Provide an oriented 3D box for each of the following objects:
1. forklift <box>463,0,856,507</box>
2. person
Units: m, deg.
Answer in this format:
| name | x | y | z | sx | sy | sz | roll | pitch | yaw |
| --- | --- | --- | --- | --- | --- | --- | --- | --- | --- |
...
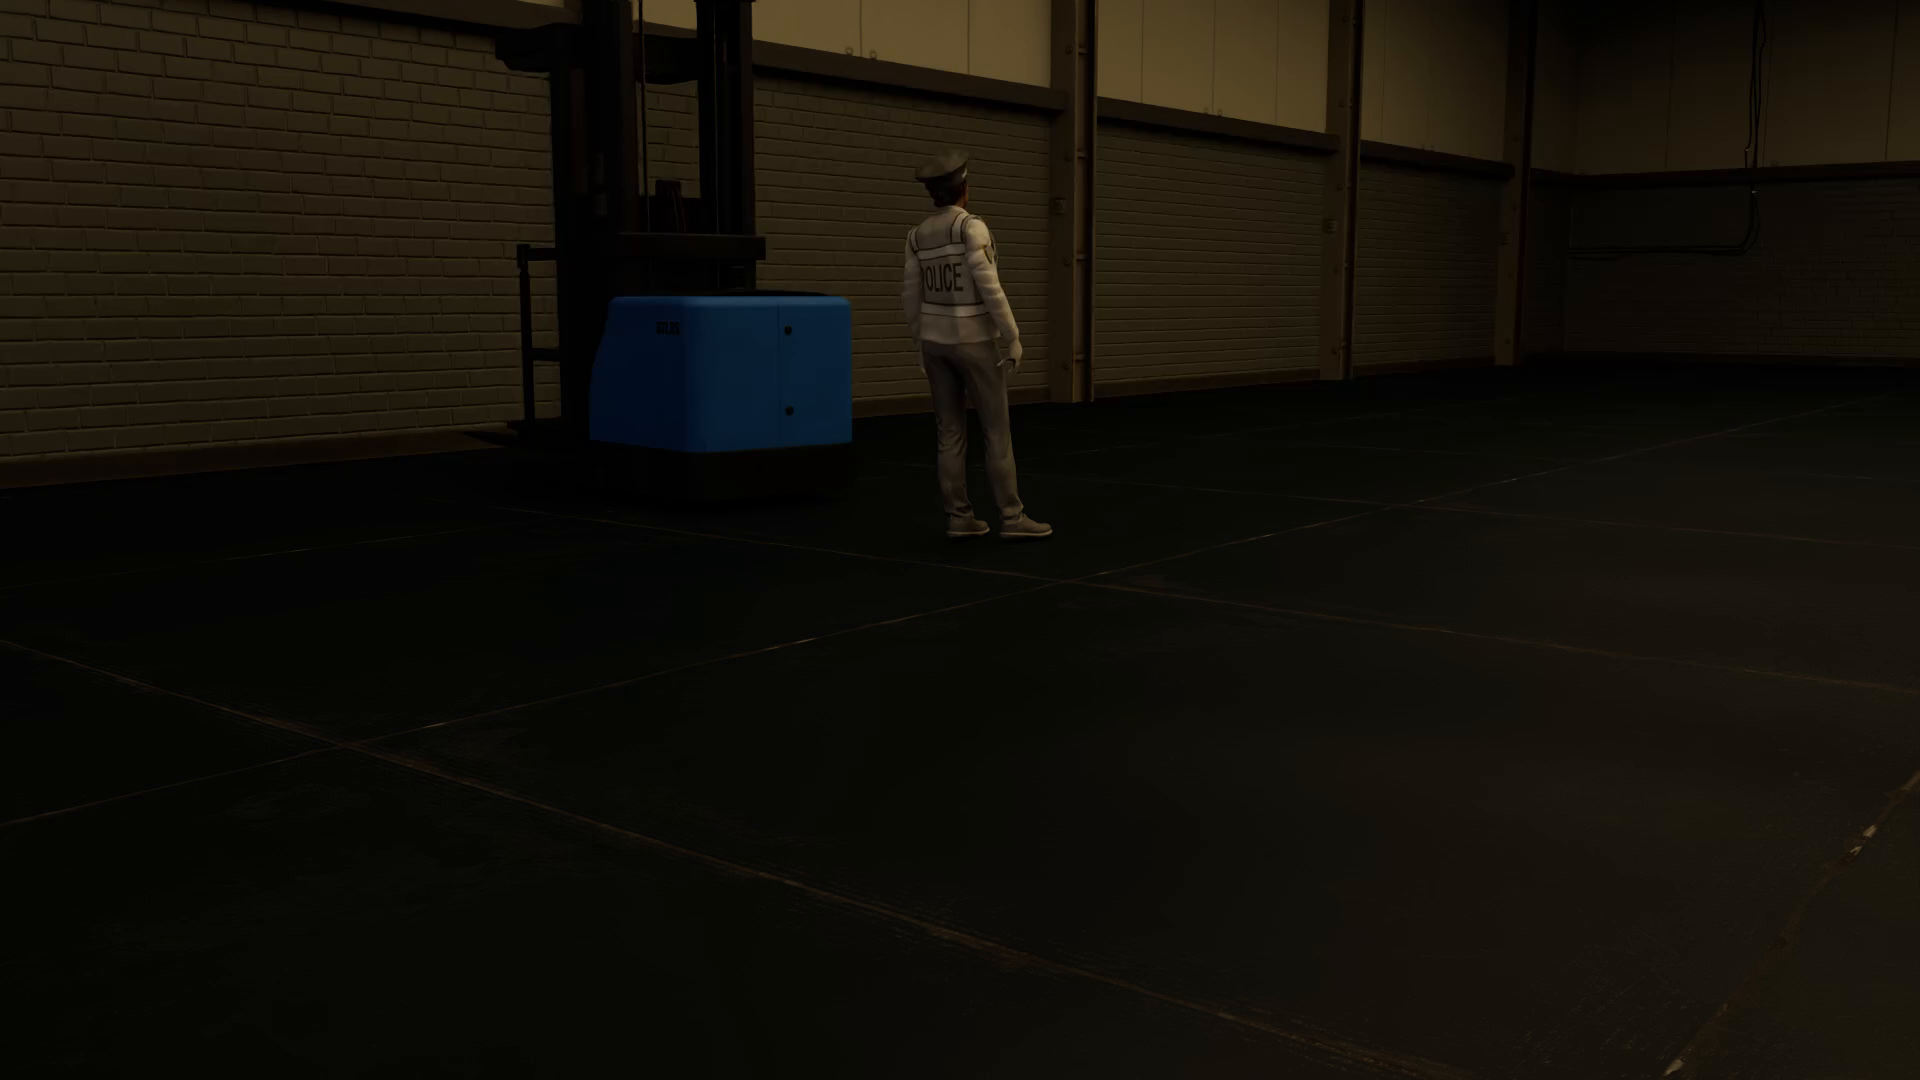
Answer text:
| name | x | y | z | sx | sy | sz | roll | pitch | yaw |
| --- | --- | --- | --- | --- | --- | --- | --- | --- | --- |
| forklift | -1.900 | -1.778 | 9.430 | 1.130 | 2.935 | 3.031 | -7 | 11 | -40 |
| person | 0.048 | -0.853 | 7.330 | 0.586 | 1.694 | 0.532 | 7 | 11 | 38 |
